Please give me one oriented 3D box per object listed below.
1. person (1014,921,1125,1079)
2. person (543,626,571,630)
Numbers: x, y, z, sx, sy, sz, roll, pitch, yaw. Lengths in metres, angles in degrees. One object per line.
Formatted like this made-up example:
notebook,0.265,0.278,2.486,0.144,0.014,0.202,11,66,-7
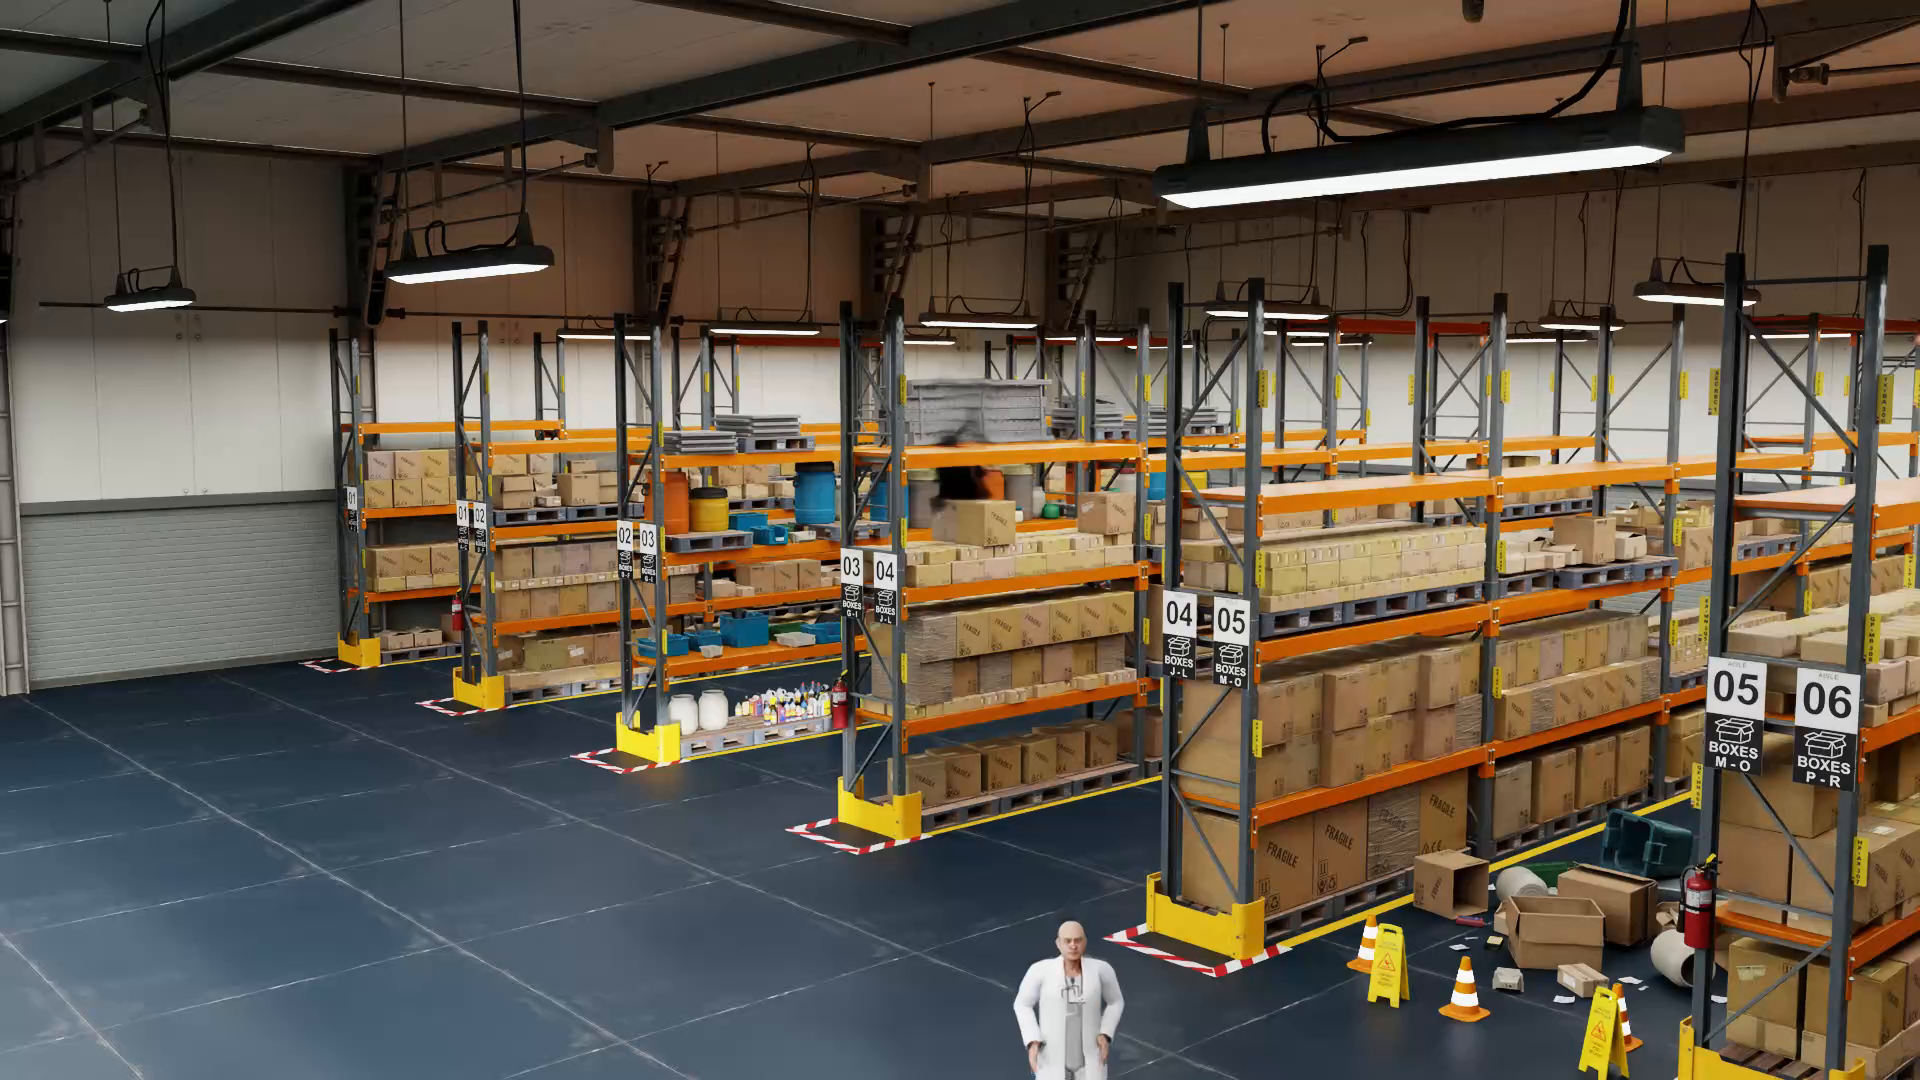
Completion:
person,0.694,3.266,10.567,0.690,1.733,0.690,0,6,-4
person,-6.945,1.467,28.661,0.714,1.736,0.616,4,7,36
